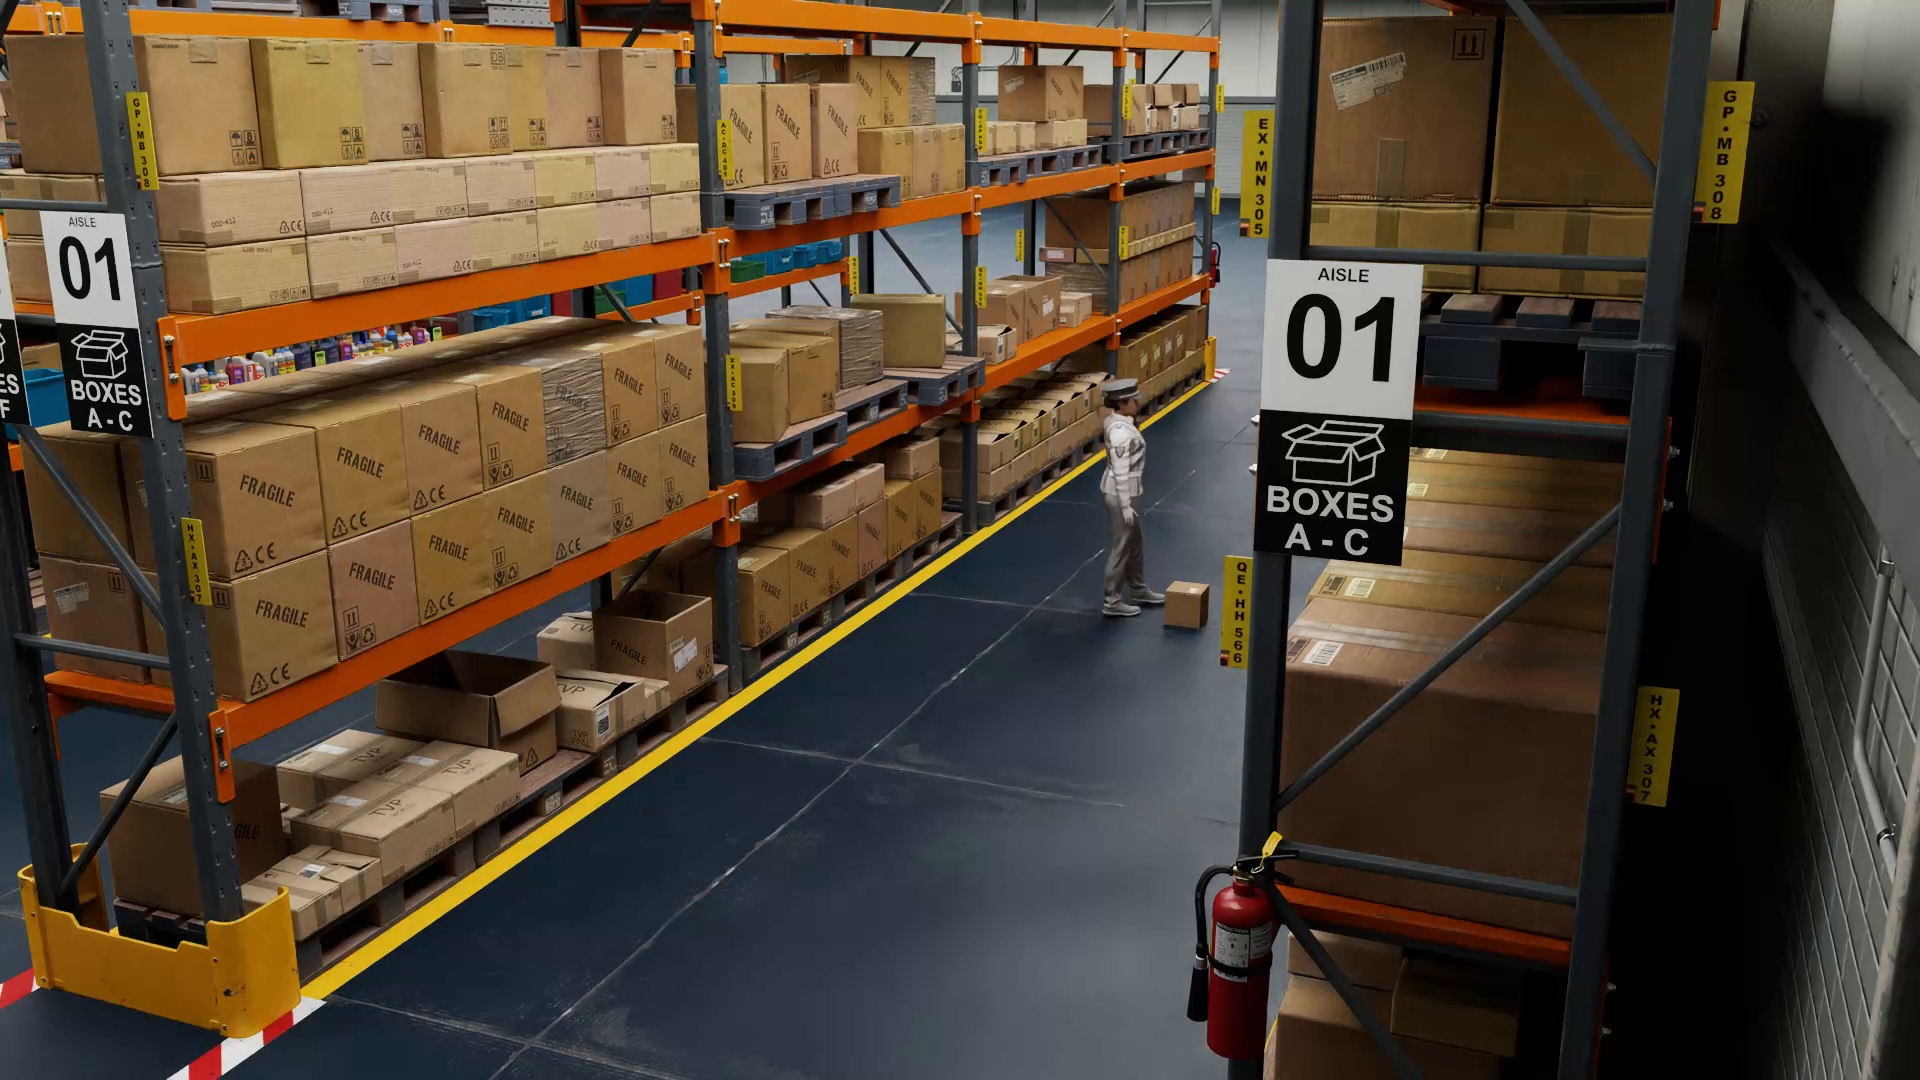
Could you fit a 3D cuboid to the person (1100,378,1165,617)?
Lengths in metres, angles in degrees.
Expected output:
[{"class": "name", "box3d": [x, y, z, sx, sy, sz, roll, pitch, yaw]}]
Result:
[{"class": "person", "box3d": [1.234, -0.296, 11.537, 0.528, 1.686, 0.530, 0, 16, 0]}]
